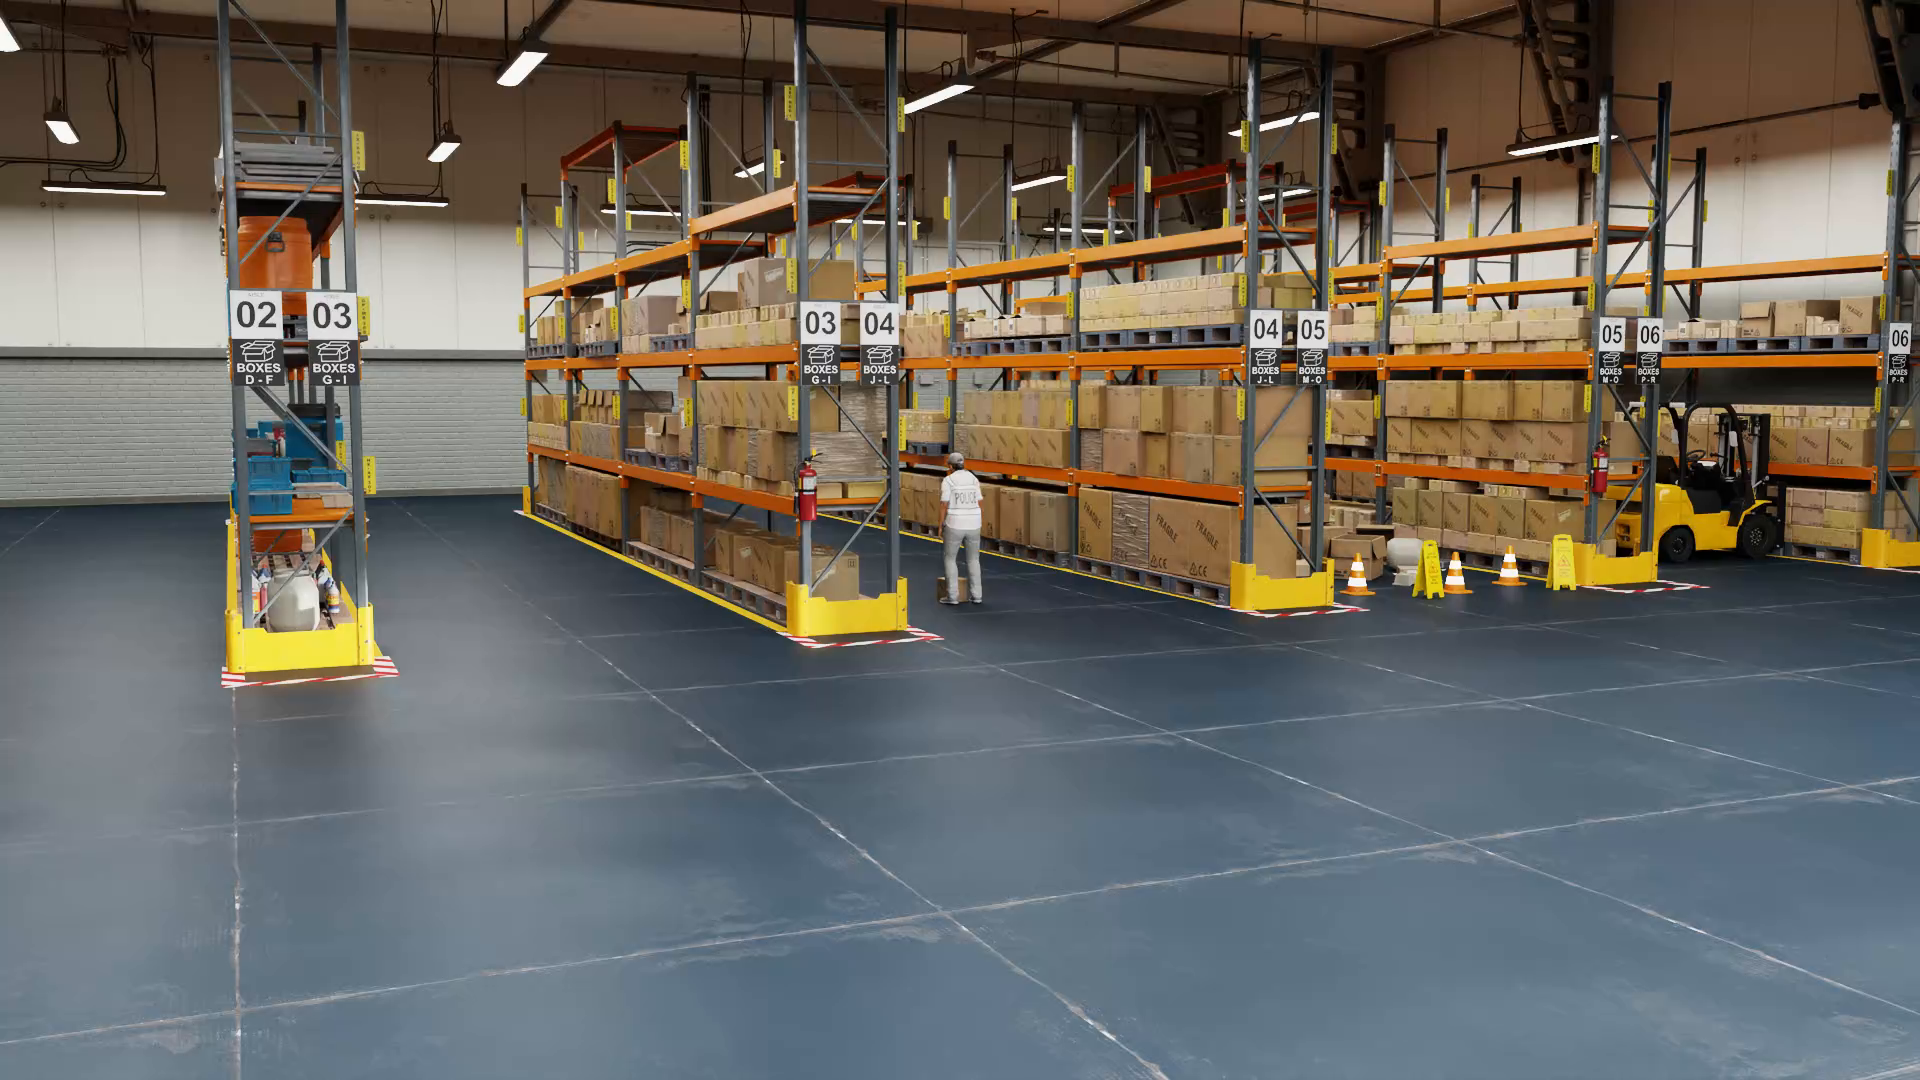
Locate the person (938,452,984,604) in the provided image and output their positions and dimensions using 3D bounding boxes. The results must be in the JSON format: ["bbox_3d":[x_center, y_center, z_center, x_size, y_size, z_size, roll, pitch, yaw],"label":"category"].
[{"bbox_3d":[0.008,-0.131,18.326,0.540,1.667,0.467,-2,6,-24],"label":"person"}]
